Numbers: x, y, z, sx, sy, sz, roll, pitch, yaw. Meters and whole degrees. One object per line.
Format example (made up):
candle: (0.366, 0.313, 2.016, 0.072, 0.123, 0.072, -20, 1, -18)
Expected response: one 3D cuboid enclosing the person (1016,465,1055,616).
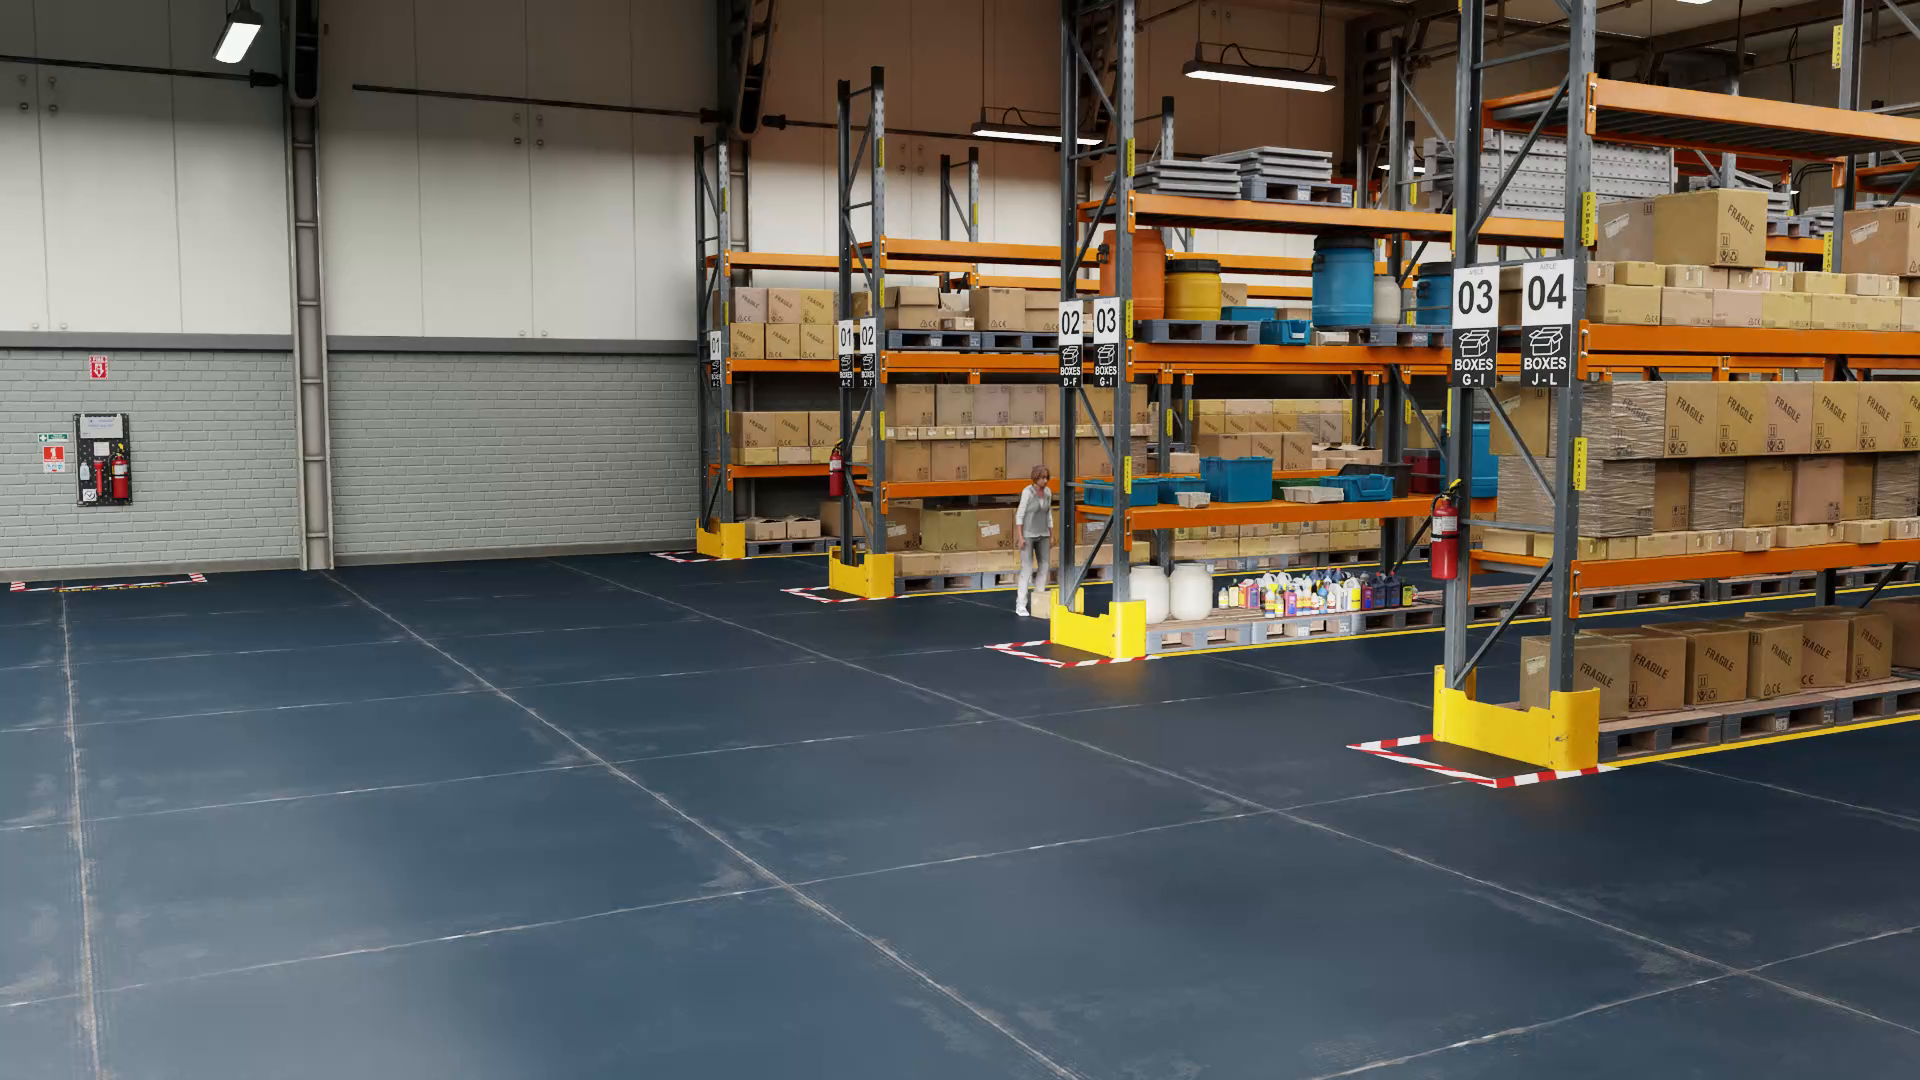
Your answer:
person: (0.799, -0.004, 17.697, 0.483, 1.591, 0.347, -3, 6, -32)
